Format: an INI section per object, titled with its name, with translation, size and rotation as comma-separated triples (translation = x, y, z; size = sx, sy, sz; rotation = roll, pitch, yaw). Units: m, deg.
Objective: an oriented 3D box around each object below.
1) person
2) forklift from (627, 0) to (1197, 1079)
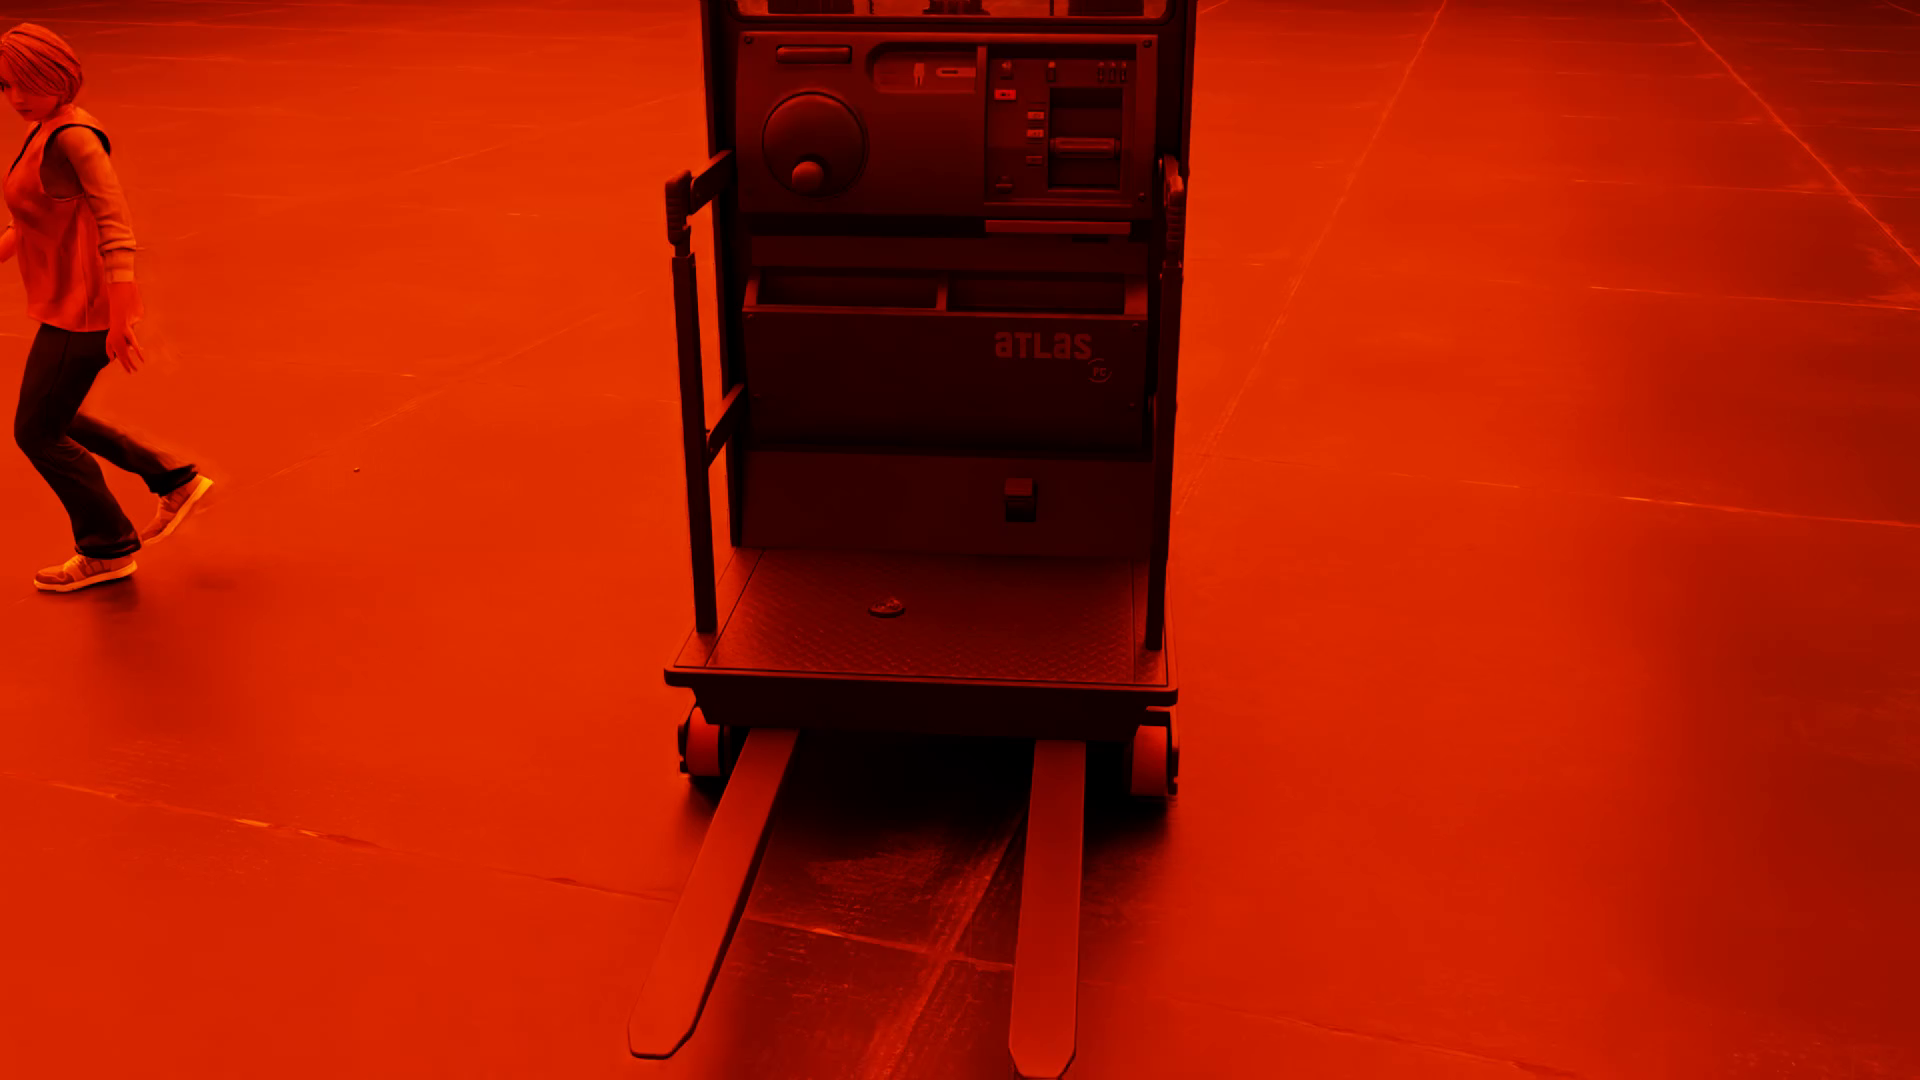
[person]
translation = -2.436, -0.604, 4.562
size = 0.535, 1.555, 0.595
rotation = -9, 24, -20
[forklift]
translation = -0.049, -0.911, 3.485
size = 1.130, 2.935, 3.031
rotation = 2, 23, 5
